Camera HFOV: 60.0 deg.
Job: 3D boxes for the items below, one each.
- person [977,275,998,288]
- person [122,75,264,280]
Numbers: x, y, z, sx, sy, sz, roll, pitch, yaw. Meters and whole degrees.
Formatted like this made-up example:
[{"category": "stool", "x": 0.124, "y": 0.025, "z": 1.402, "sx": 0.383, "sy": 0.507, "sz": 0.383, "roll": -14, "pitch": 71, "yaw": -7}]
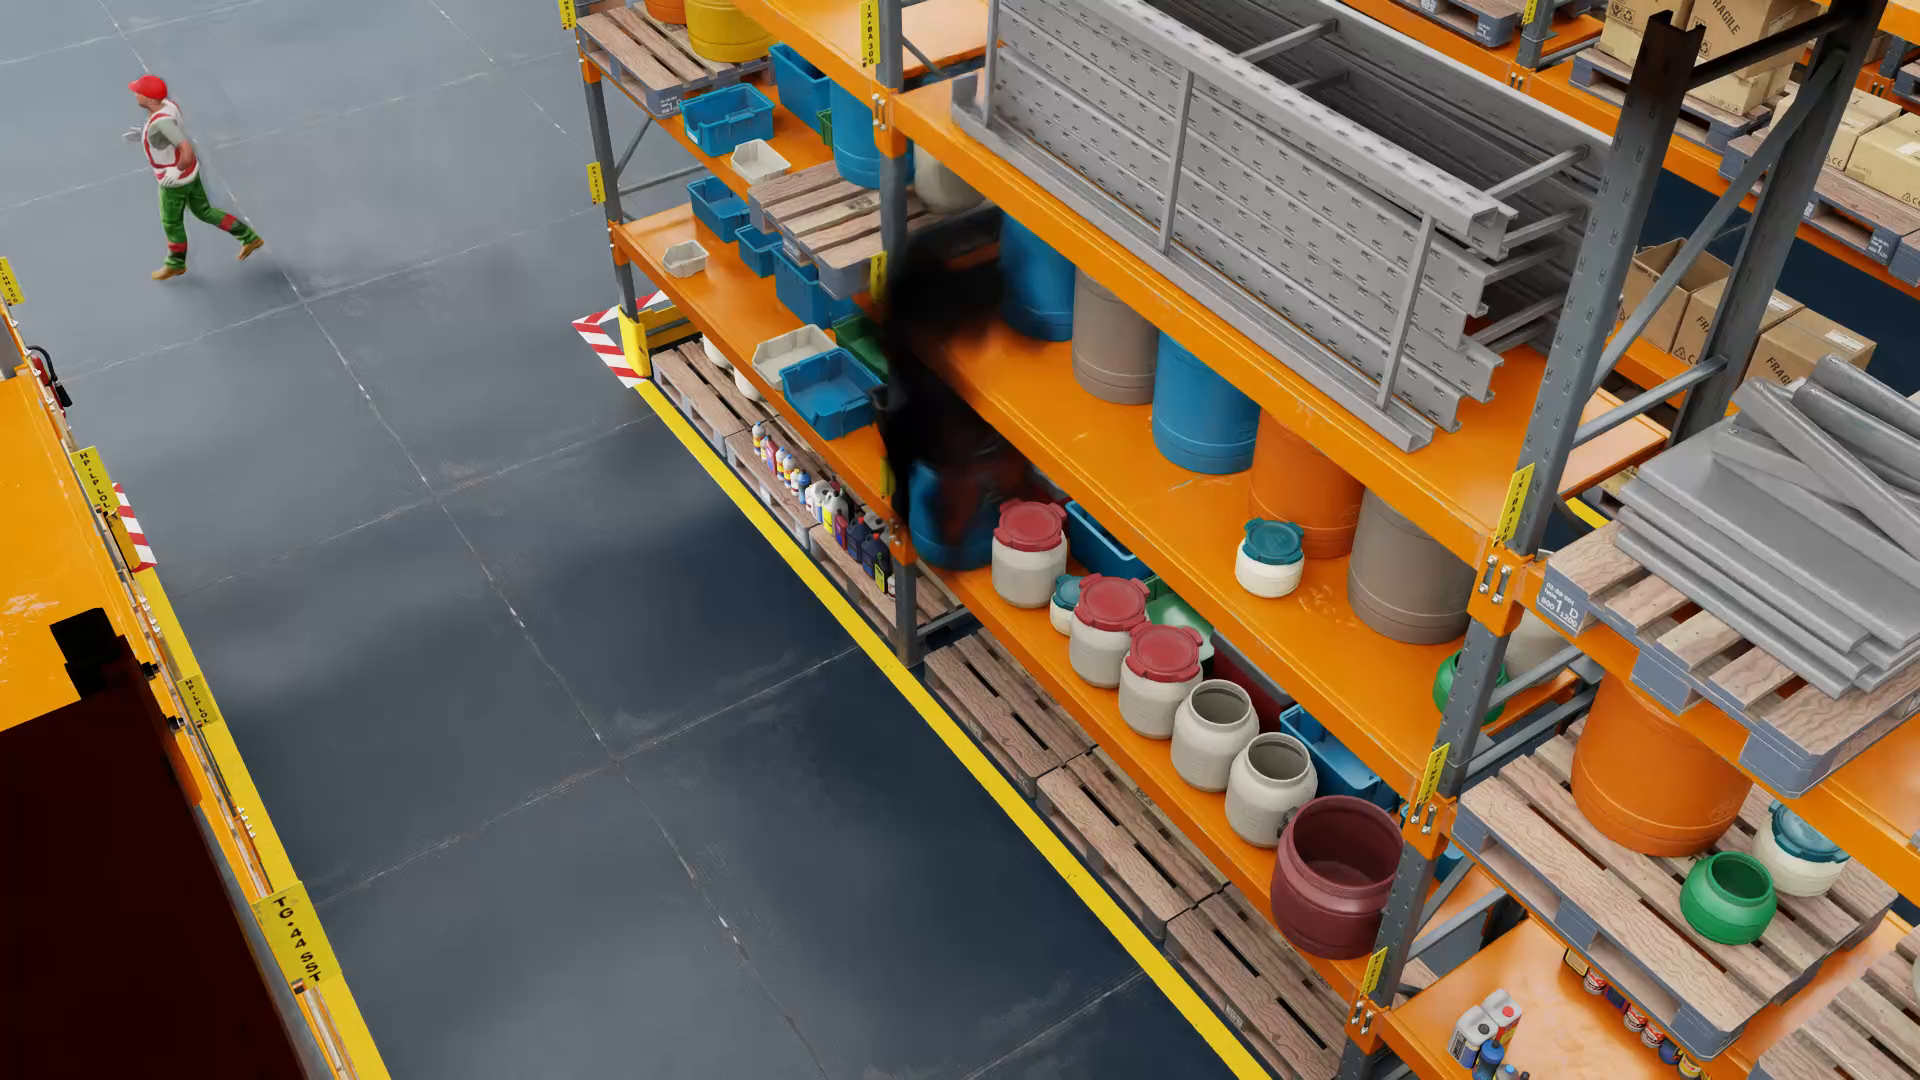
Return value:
[{"category": "person", "x": 0.184, "y": -2.145, "z": 12.420, "sx": 0.660, "sy": 1.889, "sz": 0.733, "roll": -30, "pitch": 51, "yaw": -29}, {"category": "person", "x": -6.402, "y": -2.975, "z": 13.623, "sx": 0.968, "sy": 1.787, "sz": 0.647, "roll": -5, "pitch": 43, "yaw": -6}]
